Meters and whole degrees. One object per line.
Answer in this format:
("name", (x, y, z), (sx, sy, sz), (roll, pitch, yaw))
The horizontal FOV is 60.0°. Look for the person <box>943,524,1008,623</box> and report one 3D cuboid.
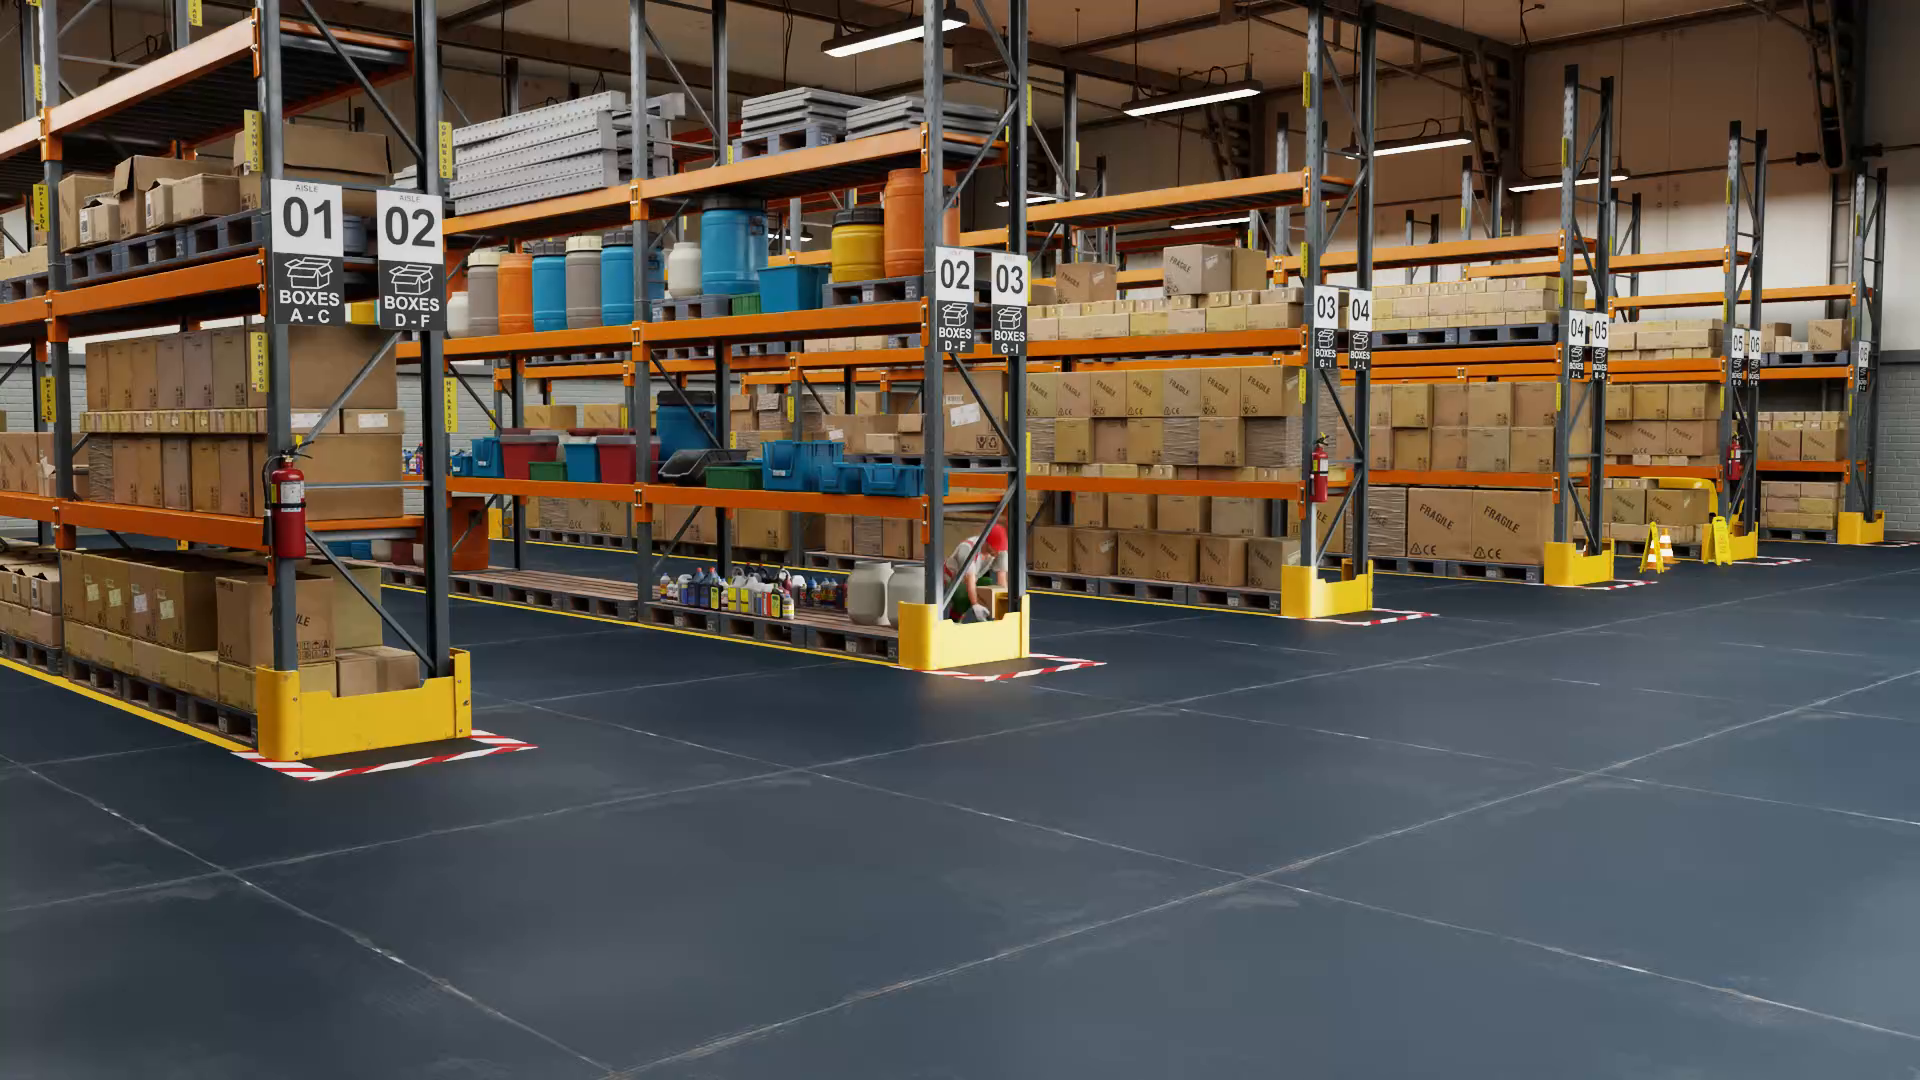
("person", (0.159, 0.346, 14.784), (0.544, 1.008, 0.897), (-2, 4, -26))
